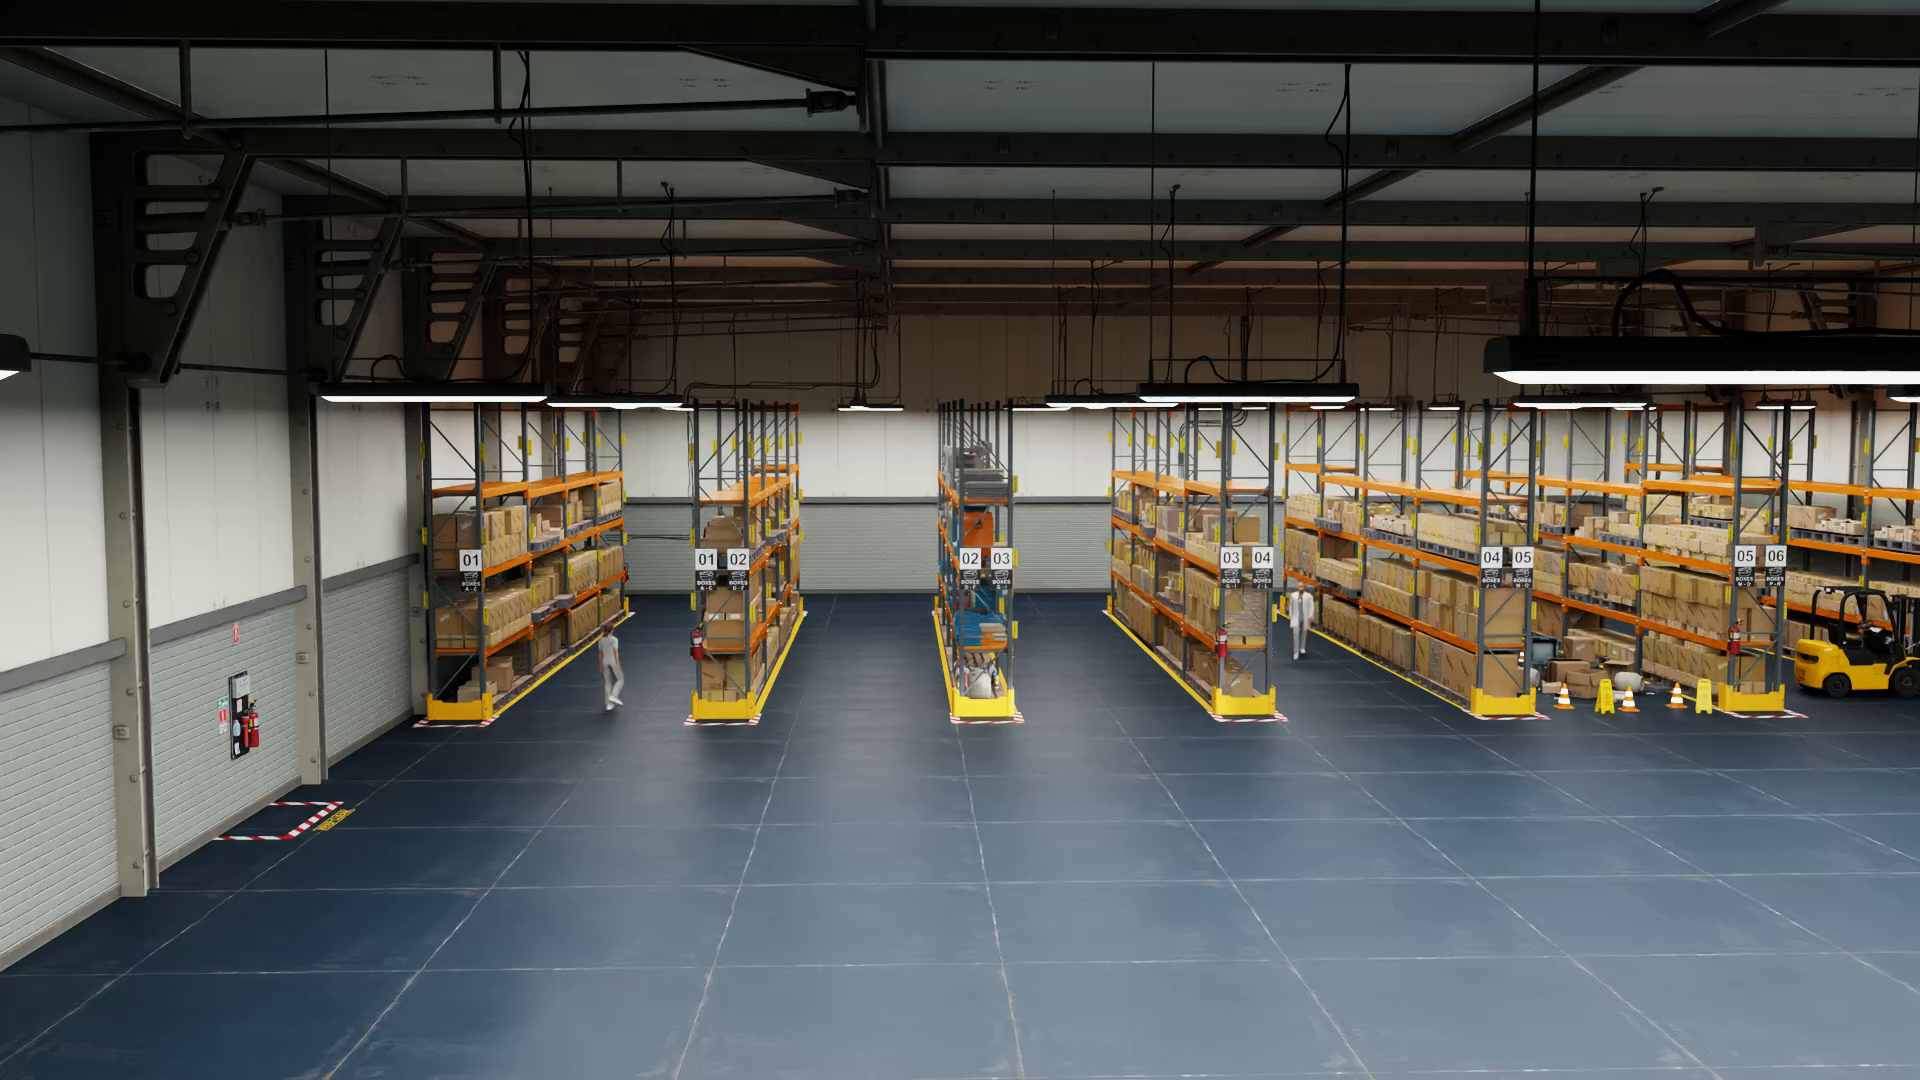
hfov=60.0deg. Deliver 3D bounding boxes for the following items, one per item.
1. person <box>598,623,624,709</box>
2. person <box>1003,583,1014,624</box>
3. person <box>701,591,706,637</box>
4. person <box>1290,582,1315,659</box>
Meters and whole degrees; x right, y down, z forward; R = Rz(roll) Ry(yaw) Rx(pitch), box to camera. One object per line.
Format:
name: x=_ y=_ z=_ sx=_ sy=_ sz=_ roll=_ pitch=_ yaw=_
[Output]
person: x=-6.784 y=2.439 z=32.231 sx=0.508 sy=1.660 sz=0.471 roll=1 pitch=4 yaw=8
person: x=1.221 y=1.466 z=45.280 sx=0.490 sy=1.600 sz=1.064 roll=-1 pitch=4 yaw=-11
person: x=-6.401 y=1.709 z=41.766 sx=0.592 sy=1.695 sz=0.637 roll=0 pitch=4 yaw=0
person: x=8.051 y=1.915 z=39.134 sx=0.558 sy=1.667 sz=1.038 roll=1 pitch=4 yaw=7
